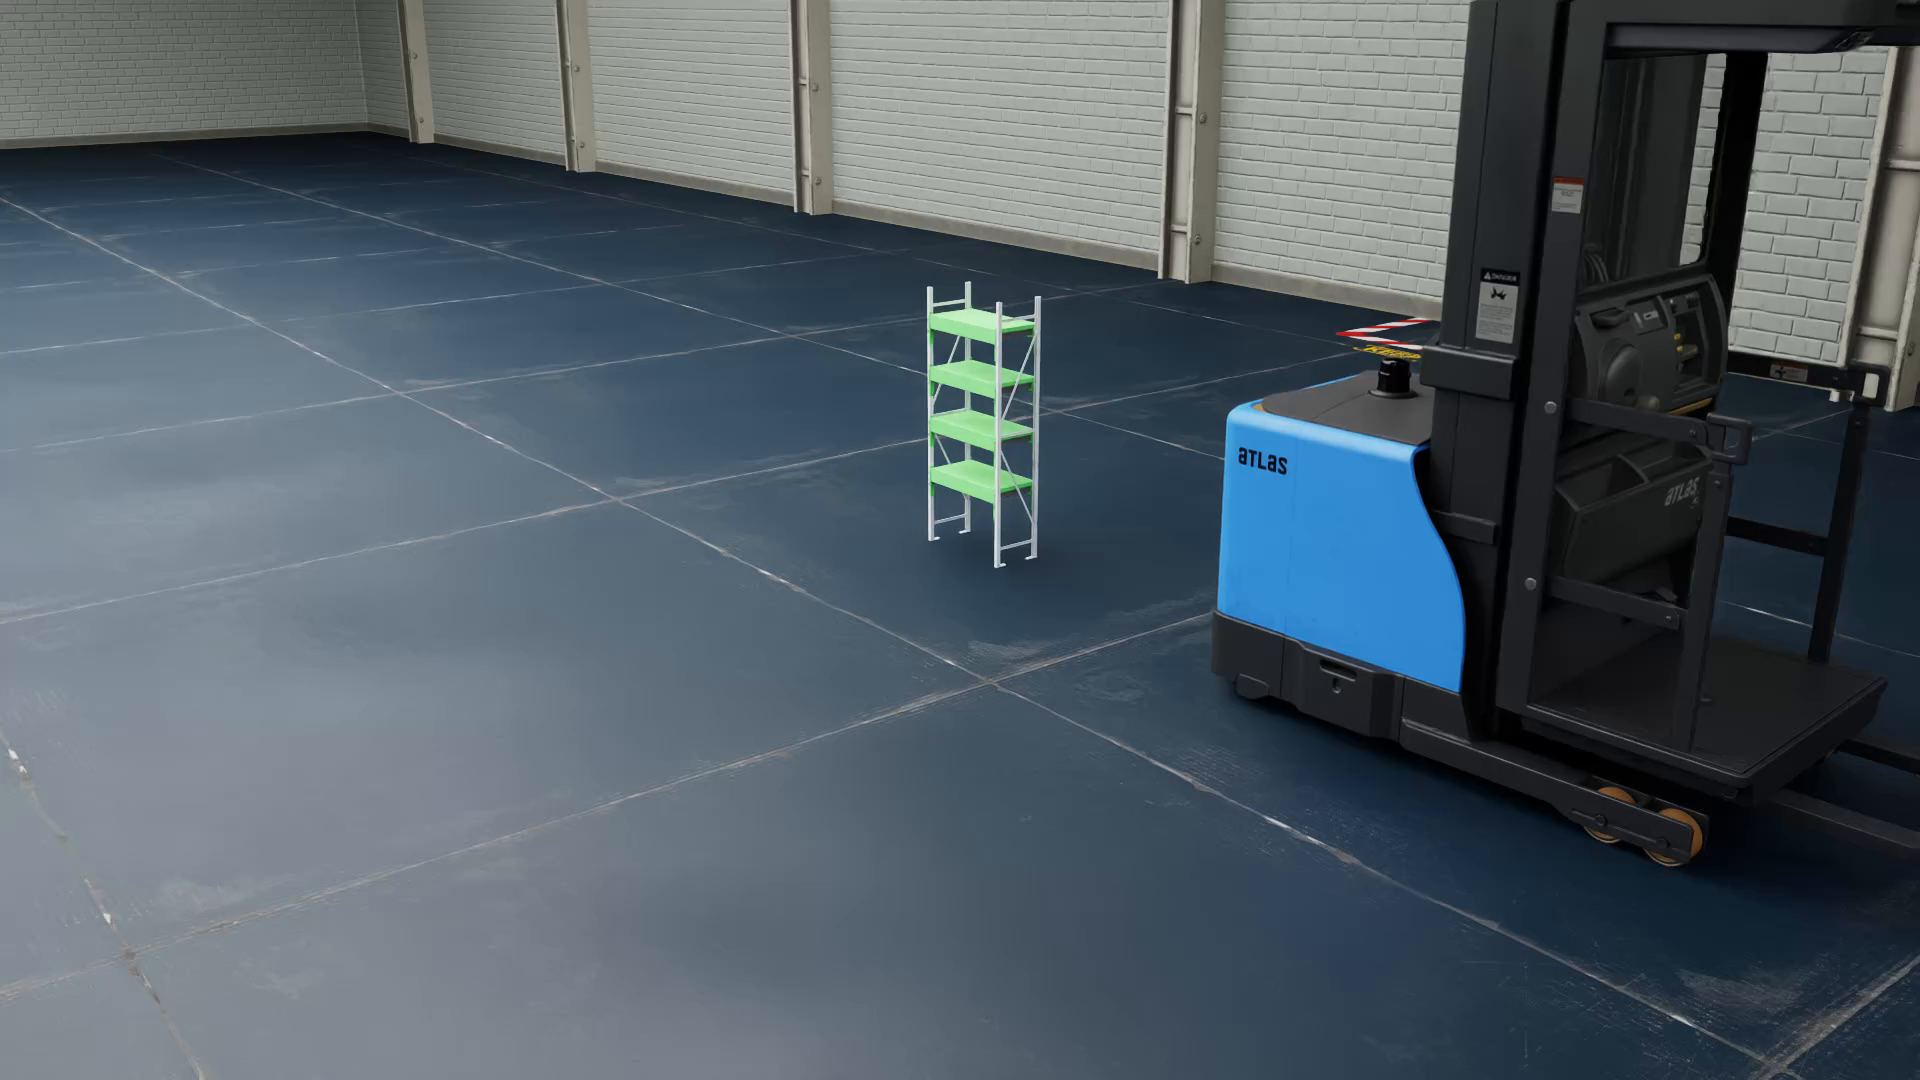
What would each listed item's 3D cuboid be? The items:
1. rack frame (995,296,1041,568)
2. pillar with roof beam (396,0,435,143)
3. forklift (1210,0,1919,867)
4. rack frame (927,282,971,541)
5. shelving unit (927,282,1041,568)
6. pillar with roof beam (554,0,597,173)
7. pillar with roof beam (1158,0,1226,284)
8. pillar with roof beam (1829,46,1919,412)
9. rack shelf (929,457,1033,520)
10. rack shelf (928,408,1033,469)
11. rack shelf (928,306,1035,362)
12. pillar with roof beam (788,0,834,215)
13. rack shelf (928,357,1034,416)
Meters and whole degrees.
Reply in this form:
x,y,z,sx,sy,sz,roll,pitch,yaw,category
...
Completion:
x,y,z,sx,sy,sz,roll,pitch,yaw,category
0.254,-0.469,7.369,0.240,1.200,0.015,-14,23,-36,rack frame
-12.527,-10.213,24.389,9.100,9.000,0.400,-14,23,-36,pillar with roof beam
2.295,-0.604,5.024,1.130,2.935,3.031,-16,24,-40,forklift
-0.049,-0.589,7.732,0.240,1.200,0.015,-14,23,-36,rack frame
0.103,-0.529,7.551,0.258,1.200,0.503,-14,23,-36,shelving unit
-8.802,-8.734,19.924,9.100,9.000,0.400,-14,23,-36,pillar with roof beam
-1.351,-5.777,10.994,9.100,9.000,0.400,-14,23,-36,pillar with roof beam
2.374,-4.299,6.529,9.100,9.000,0.400,-14,23,-36,pillar with roof beam
0.103,-0.240,7.646,0.258,0.148,0.480,-14,23,-36,rack shelf
0.103,-0.468,7.571,0.258,0.148,0.480,-14,23,-36,rack shelf
0.103,-0.924,7.420,0.258,0.148,0.480,-14,23,-36,rack shelf
-5.076,-7.256,15.459,9.100,9.000,0.400,-14,23,-36,pillar with roof beam
0.103,-0.696,7.495,0.258,0.148,0.480,-14,23,-36,rack shelf
